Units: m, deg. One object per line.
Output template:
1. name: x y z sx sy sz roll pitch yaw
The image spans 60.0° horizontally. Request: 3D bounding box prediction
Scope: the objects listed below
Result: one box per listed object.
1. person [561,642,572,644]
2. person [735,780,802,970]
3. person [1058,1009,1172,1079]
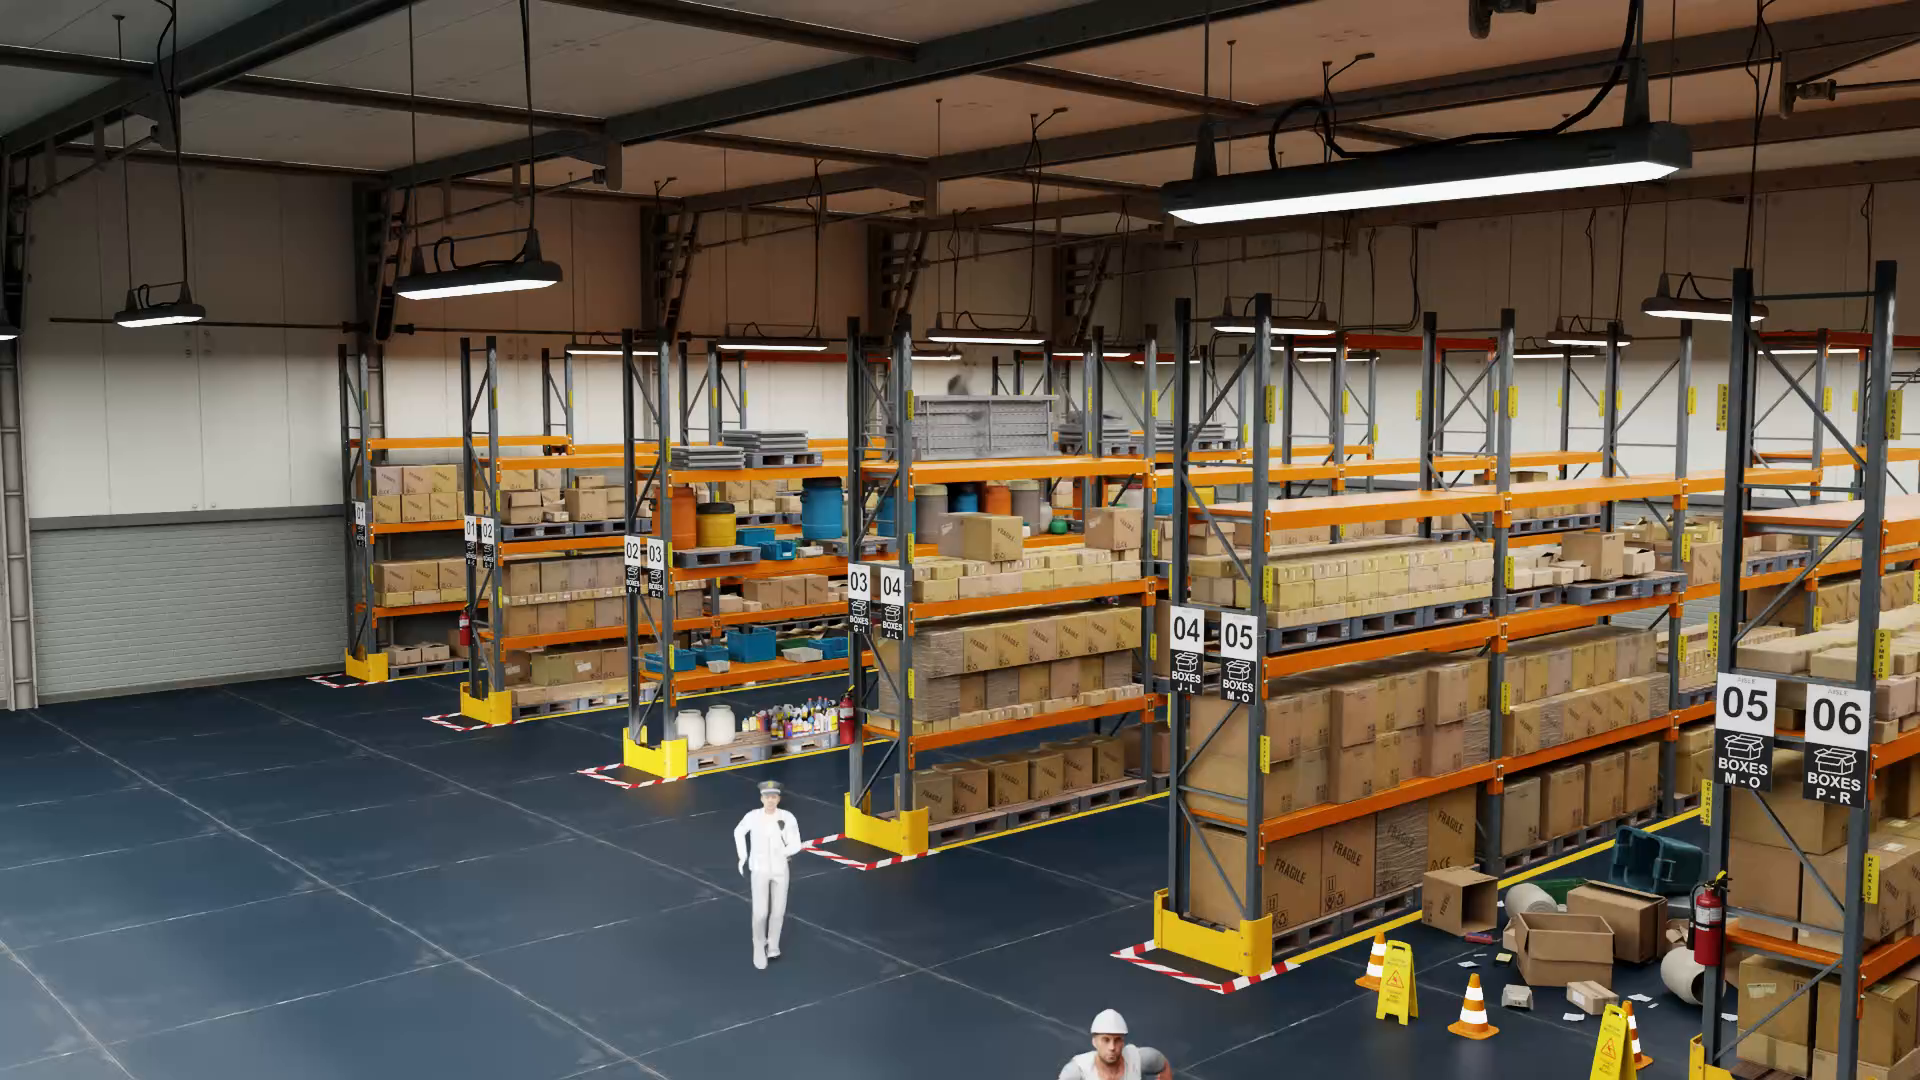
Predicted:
1. person: -6.775 1.781 28.979 0.539 1.591 0.831 4 7 40
2. person: -1.713 2.990 14.909 0.579 1.706 0.685 -1 5 -11
3. person: 0.856 3.444 9.261 0.695 1.760 0.818 0 5 0
